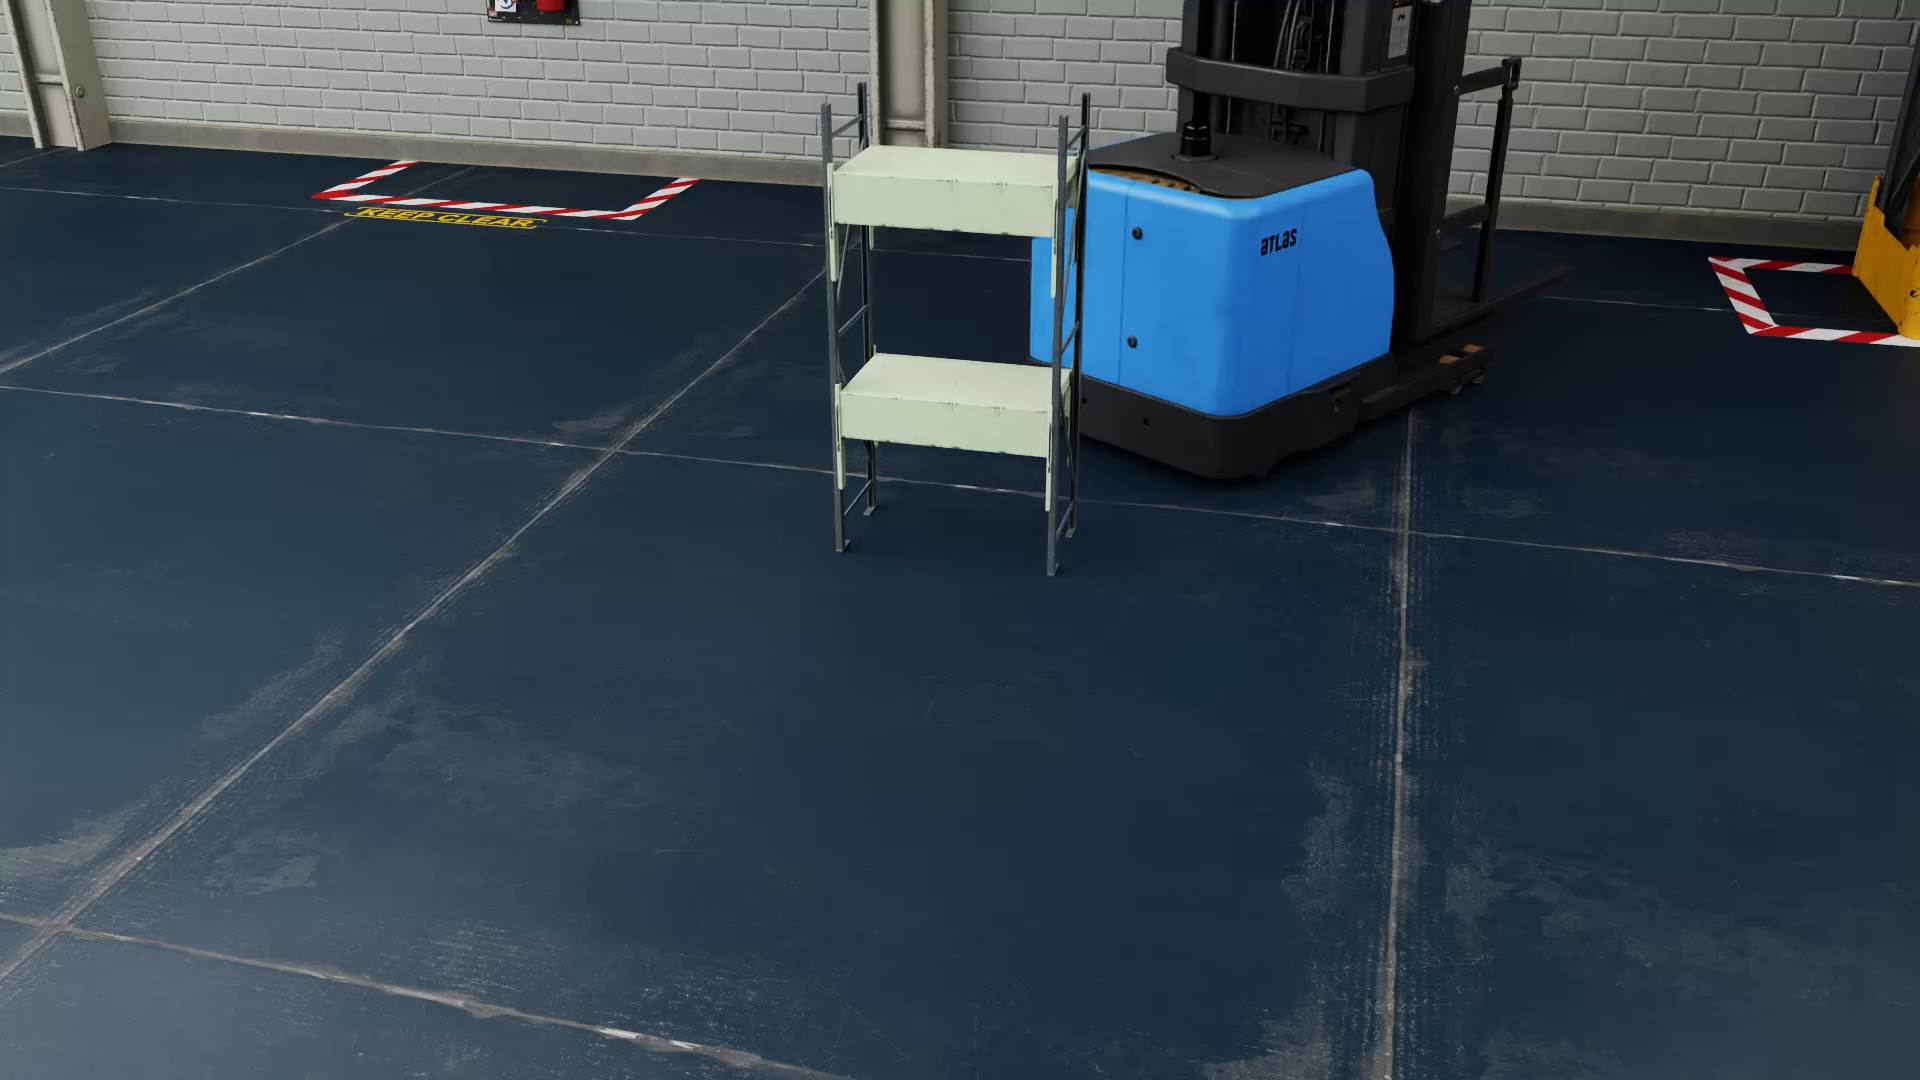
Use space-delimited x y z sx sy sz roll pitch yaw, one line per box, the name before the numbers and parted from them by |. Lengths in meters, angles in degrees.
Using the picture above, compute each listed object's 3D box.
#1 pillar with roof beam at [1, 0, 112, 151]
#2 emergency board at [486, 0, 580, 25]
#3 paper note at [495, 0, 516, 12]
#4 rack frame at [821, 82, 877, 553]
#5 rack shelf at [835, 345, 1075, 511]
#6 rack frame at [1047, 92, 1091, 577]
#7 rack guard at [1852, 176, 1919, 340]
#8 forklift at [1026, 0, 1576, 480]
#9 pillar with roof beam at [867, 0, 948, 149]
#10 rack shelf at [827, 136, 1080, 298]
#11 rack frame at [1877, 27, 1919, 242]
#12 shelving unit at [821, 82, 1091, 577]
pillar with roof beam | -7.186 -5.005 5.795 0.400 9.000 9.100 6 26 13
emergency board | -2.686 -3.727 10.089 0.643 1.169 0.194 6 26 13
paper note | -2.841 -3.377 10.378 0.142 0.148 0.016 6 26 13
rack frame | -0.361 -0.717 5.511 0.023 1.500 0.400 6 26 13
rack shelf | -0.006 -0.384 5.569 0.720 0.370 0.431 6 26 13
rack frame | 0.348 -0.639 5.347 0.023 1.500 0.400 6 26 13
rack guard | 4.689 -1.382 8.072 0.348 0.500 1.175 6 26 13
forklift | 1.657 -2.078 6.705 1.130 2.935 3.031 23 34 40
pillar with roof beam | -1.375 -4.363 4.445 0.400 9.000 9.100 6 26 13
rack shelf | -0.006 -1.030 5.261 0.720 0.370 0.431 6 26 13
rack frame | 4.615 -2.519 7.551 0.127 3.000 1.000 6 26 13
shelving unit | -0.006 -0.678 5.429 0.755 1.500 0.431 6 26 13
